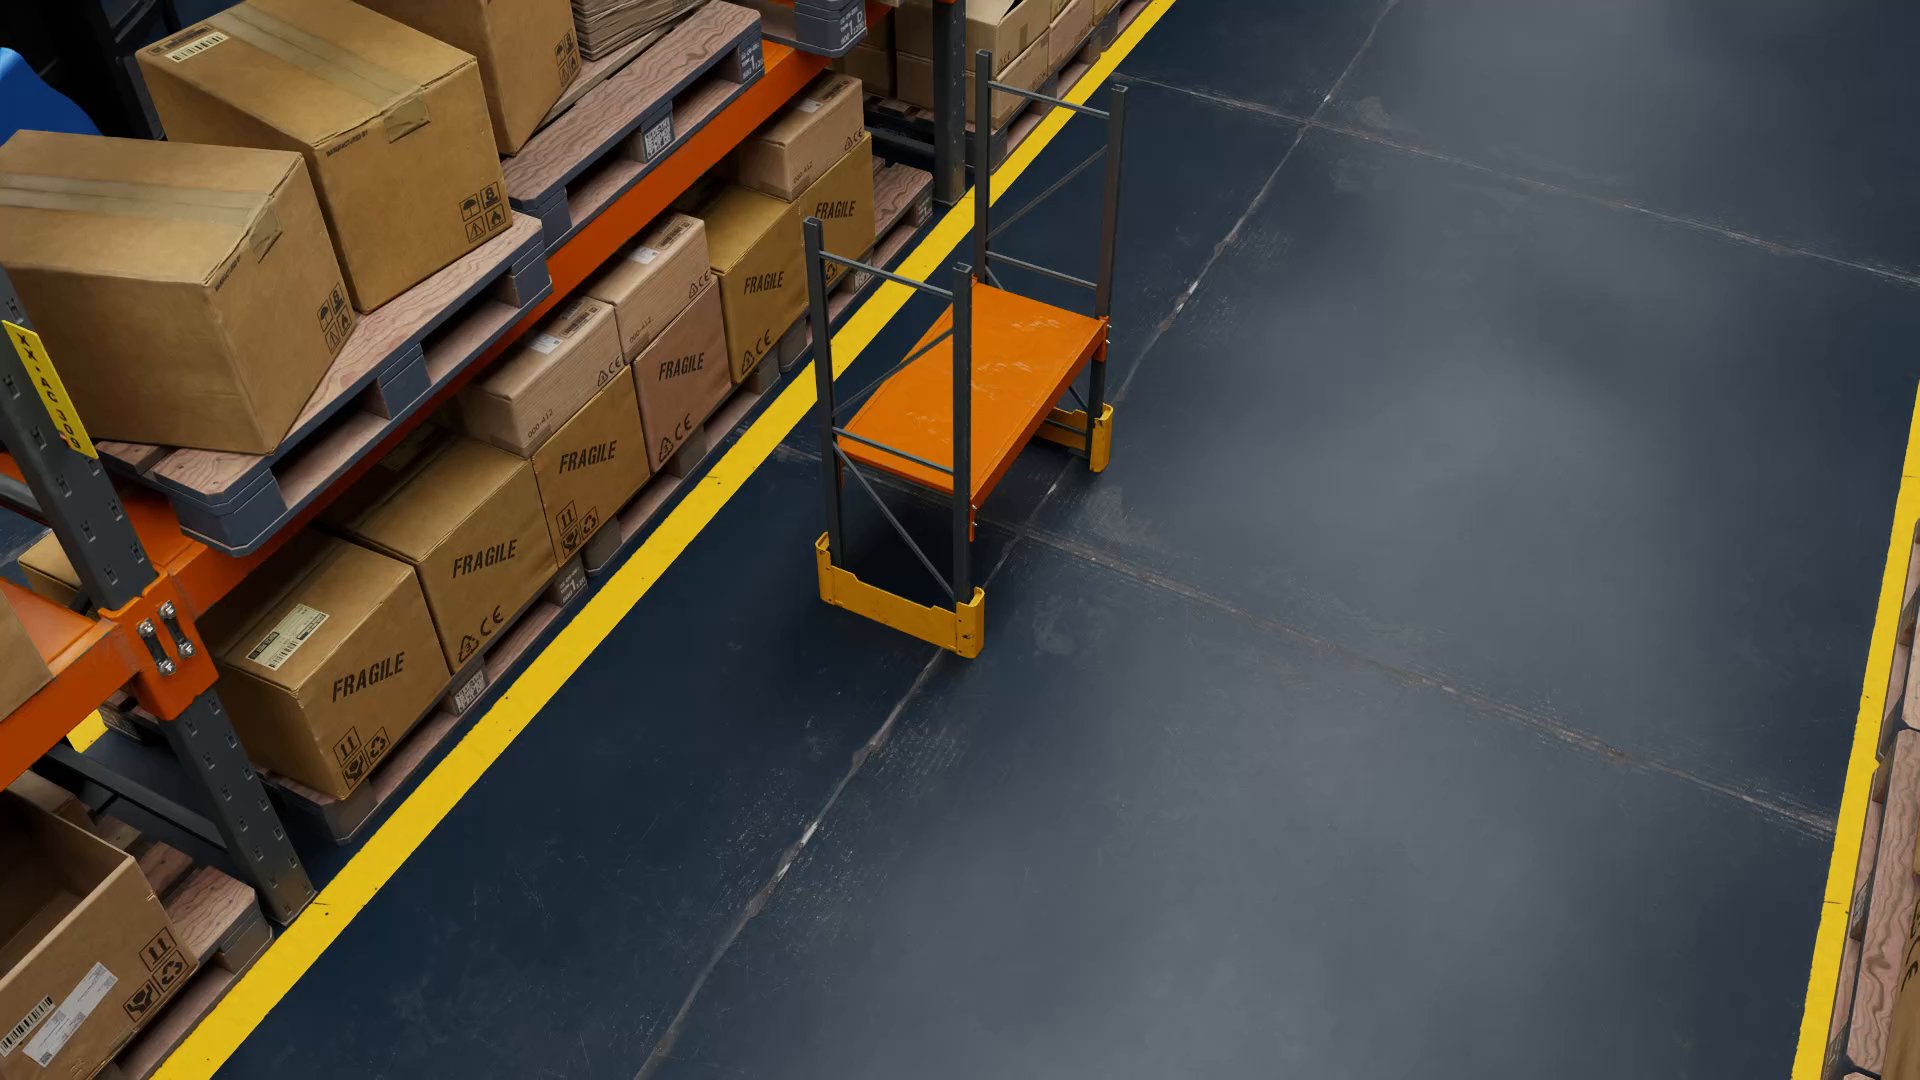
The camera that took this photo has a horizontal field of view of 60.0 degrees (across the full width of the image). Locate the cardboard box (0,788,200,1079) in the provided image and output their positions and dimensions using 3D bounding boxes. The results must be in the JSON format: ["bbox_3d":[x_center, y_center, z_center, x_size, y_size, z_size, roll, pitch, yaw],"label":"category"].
[{"bbox_3d":[-2.316,1.009,4.091,0.500,0.500,0.500,20,49,19],"label":"cardboard box"}]

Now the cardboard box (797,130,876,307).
[{"bbox_3d":[-0.672,-1.296,6.370,0.500,0.500,0.500,22,49,21],"label":"cardboard box"}]

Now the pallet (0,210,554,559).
[{"bbox_3d":[-1.835,-0.567,4.336,1.003,0.211,1.213,20,49,19],"label":"pallet"}]

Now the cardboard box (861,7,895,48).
[{"bbox_3d":[-0.421,-2.477,7.332,0.500,0.311,0.500,22,49,20],"label":"cardboard box"}]

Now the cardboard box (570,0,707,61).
[{"bbox_3d":[-1.232,-1.923,5.176,0.700,0.500,0.500,30,52,26],"label":"cardboard box"}]

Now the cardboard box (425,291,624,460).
[{"bbox_3d":[-1.398,-0.561,5.116,0.500,0.250,0.500,21,49,19],"label":"cardboard box"}]

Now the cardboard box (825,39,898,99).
[{"bbox_3d":[-0.418,-2.280,7.532,0.500,0.250,0.500,22,49,20],"label":"cardboard box"}]

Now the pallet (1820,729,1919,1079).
[{"bbox_3d":[2.943,1.164,4.451,1.003,0.211,1.213,20,49,19],"label":"pallet"}]

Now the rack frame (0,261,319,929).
[{"bbox_3d":[-2.303,-0.167,3.806,1.000,3.000,0.127,20,49,19],"label":"rack frame"}]

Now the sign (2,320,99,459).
[{"bbox_3d":[-1.819,-0.297,3.326,0.100,0.325,0.005,20,49,19],"label":"sign"}]

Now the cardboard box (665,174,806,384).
[{"bbox_3d":[-0.913,-0.970,6.048,0.500,0.500,0.500,19,48,18],"label":"cardboard box"}]

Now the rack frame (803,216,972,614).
[{"bbox_3d":[-0.196,-0.261,4.953,0.500,1.500,0.032,20,49,19],"label":"rack frame"}]

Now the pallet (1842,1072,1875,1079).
[{"bbox_3d":[2.378,1.935,3.689,1.003,0.211,1.213,20,49,19],"label":"pallet"}]

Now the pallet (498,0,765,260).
[{"bbox_3d":[-1.345,-1.393,5.153,1.003,0.211,1.213,20,49,19],"label":"pallet"}]

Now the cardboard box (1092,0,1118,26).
[{"bbox_3d":[0.526,-2.748,7.994,0.500,0.250,0.500,19,48,18],"label":"cardboard box"}]

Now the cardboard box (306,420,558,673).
[{"bbox_3d":[-1.625,-0.007,5.096,0.500,0.500,0.500,21,49,20],"label":"cardboard box"}]

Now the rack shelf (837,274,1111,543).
[{"bbox_3d":[0.040,-0.455,5.398,0.538,0.185,1.000,20,49,19],"label":"rack shelf"}]

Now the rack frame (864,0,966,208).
[{"bbox_3d":[-0.446,-2.687,6.297,1.000,3.000,0.127,20,49,19],"label":"rack frame"}]

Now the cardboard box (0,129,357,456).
[{"bbox_3d":[-1.885,-0.574,3.843,0.700,0.500,0.500,6,46,6],"label":"cardboard box"}]

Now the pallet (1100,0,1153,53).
[{"bbox_3d":[0.538,-2.978,8.545,1.003,0.211,1.213,20,49,19],"label":"pallet"}]

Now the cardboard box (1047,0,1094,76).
[{"bbox_3d":[0.290,-2.418,7.669,0.500,0.250,0.500,19,48,18],"label":"cardboard box"}]

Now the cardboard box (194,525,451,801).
[{"bbox_3d":[-1.863,0.333,4.760,0.500,0.500,0.500,18,48,17],"label":"cardboard box"}]

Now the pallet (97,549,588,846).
[{"bbox_3d":[-1.959,0.288,5.317,1.003,0.211,1.213,20,49,19],"label":"pallet"}]

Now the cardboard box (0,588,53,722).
[{"bbox_3d":[-2.308,0.197,3.376,0.500,0.500,0.500,21,49,20],"label":"cardboard box"}]

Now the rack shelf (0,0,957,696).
[{"bbox_3d":[-1.375,-1.174,5.307,1.077,0.370,4.000,20,49,19],"label":"rack shelf"}]

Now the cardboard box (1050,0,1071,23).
[{"bbox_3d":[0.293,-2.632,7.486,0.500,0.311,0.500,19,48,18],"label":"cardboard box"}]

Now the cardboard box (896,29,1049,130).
[{"bbox_3d":[0.057,-2.101,7.356,0.500,0.250,0.500,20,49,19],"label":"cardboard box"}]

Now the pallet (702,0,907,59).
[{"bbox_3d":[-0.699,-2.169,5.920,1.213,0.211,1.003,20,49,19],"label":"pallet"}]

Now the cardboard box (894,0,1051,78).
[{"bbox_3d":[0.057,-2.298,7.156,0.500,0.311,0.500,22,49,20],"label":"cardboard box"}]

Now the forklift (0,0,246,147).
[{"bbox_3d":[-3.828,-2.597,6.256,1.130,2.935,3.031,5,46,5],"label":"forklift"}]

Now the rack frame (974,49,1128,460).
[{"bbox_3d":[0.276,-0.901,5.586,0.500,1.500,0.032,20,49,19],"label":"rack frame"}]

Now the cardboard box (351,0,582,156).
[{"bbox_3d":[-1.538,-1.483,4.741,0.700,0.500,0.500,9,46,9],"label":"cardboard box"}]

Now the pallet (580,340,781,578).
[{"bbox_3d":[-1.394,-0.483,6.079,1.003,0.211,1.213,20,49,19],"label":"pallet"}]

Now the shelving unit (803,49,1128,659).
[{"bbox_3d":[0.035,-0.575,5.264,0.587,1.500,1.083,20,49,19],"label":"shelving unit"}]

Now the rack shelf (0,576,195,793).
[{"bbox_3d":[-3.231,1.346,2.817,1.077,0.370,4.000,20,49,19],"label":"rack shelf"}]

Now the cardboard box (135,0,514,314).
[{"bbox_3d":[-1.622,-1.029,4.292,0.700,0.500,0.500,28,52,25],"label":"cardboard box"}]

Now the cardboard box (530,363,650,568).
[{"bbox_3d":[-1.386,-0.319,5.405,0.500,0.500,0.500,21,49,20],"label":"cardboard box"}]

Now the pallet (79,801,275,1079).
[{"bbox_3d":[-2.623,1.245,4.371,1.003,0.211,1.213,20,49,19],"label":"pallet"}]

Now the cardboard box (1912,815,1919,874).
[{"bbox_3d":[3.073,0.524,4.339,0.750,0.750,0.750,20,49,19],"label":"cardboard box"}]

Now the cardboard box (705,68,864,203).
[{"bbox_3d":[-0.695,-1.523,6.067,0.500,0.250,0.500,22,49,21],"label":"cardboard box"}]

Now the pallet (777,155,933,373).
[{"bbox_3d":[-0.826,-1.249,6.836,1.003,0.211,1.213,20,49,19],"label":"pallet"}]

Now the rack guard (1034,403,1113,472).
[{"bbox_3d":[0.267,-0.450,6.019,0.587,0.250,0.087,20,49,19],"label":"rack guard"}]

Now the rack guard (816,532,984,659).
[{"bbox_3d":[-0.196,0.178,5.398,0.587,0.250,0.087,20,49,19],"label":"rack guard"}]

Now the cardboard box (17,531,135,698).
[{"bbox_3d":[-2.328,0.151,4.940,0.500,0.500,0.500,20,49,19],"label":"cardboard box"}]

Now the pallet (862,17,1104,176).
[{"bbox_3d":[-0.029,-2.213,7.788,1.003,0.211,1.213,20,49,19],"label":"pallet"}]

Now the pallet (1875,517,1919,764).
[{"bbox_3d":[3.510,0.398,5.208,1.003,0.211,1.213,20,49,19],"label":"pallet"}]

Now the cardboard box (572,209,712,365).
[{"bbox_3d":[-1.166,-0.877,5.429,0.500,0.250,0.500,20,49,18],"label":"cardboard box"}]

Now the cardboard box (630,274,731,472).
[{"bbox_3d":[-1.151,-0.638,5.719,0.500,0.500,0.500,19,48,18],"label":"cardboard box"}]

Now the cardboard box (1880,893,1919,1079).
[{"bbox_3d":[2.683,1.061,3.809,0.750,0.750,0.750,22,49,20],"label":"cardboard box"}]

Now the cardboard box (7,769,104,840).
[{"bbox_3d":[-2.689,0.816,4.415,0.500,0.311,0.500,20,49,19],"label":"cardboard box"}]
